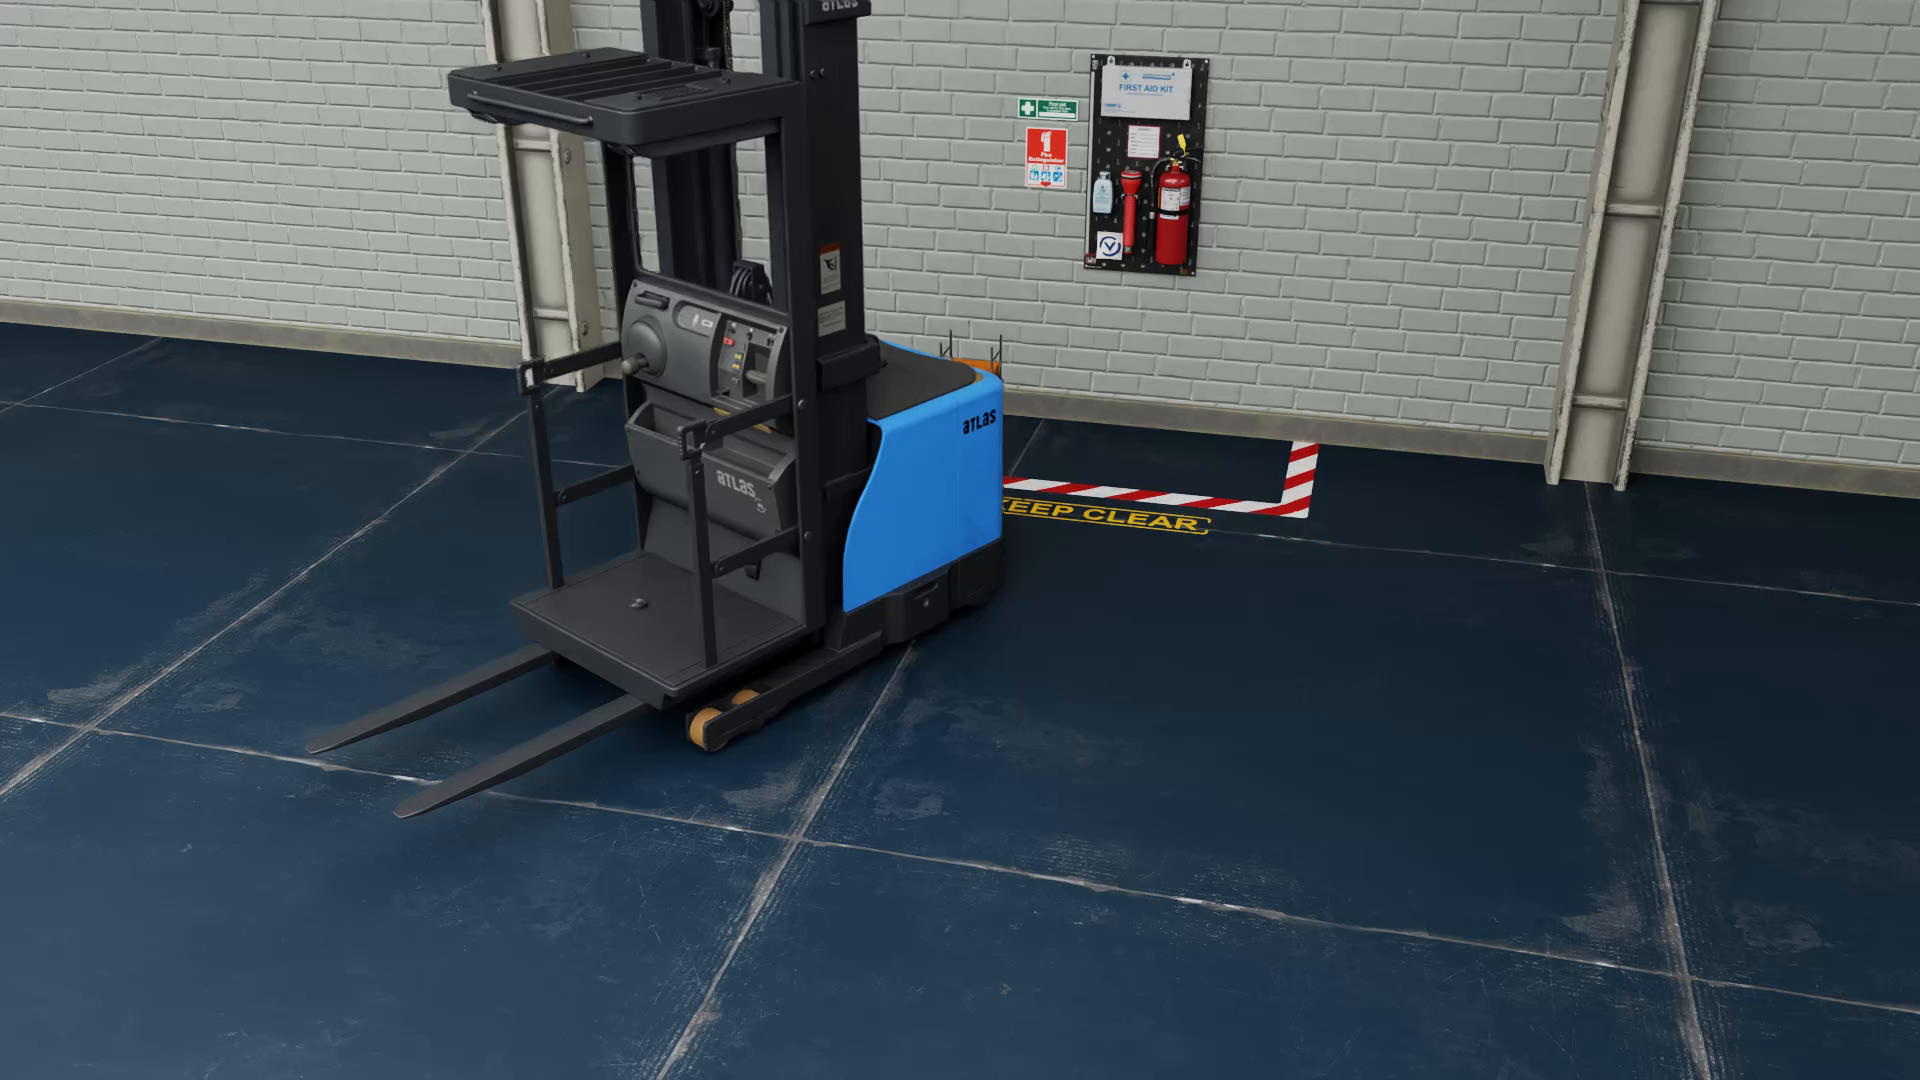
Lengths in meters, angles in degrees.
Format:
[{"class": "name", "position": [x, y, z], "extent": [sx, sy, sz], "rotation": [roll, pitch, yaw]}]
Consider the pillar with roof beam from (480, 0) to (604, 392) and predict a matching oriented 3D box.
[{"class": "pillar with roof beam", "position": [-3.516, -3.257, 4.623], "extent": [0.400, 9.000, 9.100], "rotation": [6, 26, 13]}]

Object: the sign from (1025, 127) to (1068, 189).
[{"class": "sign", "position": [0.473, -2.097, 9.124], "extent": [0.234, 0.329, 0.001], "rotation": [6, 26, 13]}]

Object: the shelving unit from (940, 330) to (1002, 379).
[{"class": "shelving unit", "position": [0.052, -0.468, 8.012], "extent": [0.252, 1.050, 0.215], "rotation": [6, 26, 13]}]

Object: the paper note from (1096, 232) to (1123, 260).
[{"class": "paper note", "position": [0.829, -1.629, 9.207], "extent": [0.142, 0.148, 0.016], "rotation": [6, 26, 13]}]

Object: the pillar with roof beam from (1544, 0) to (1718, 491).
[{"class": "pillar with roof beam", "position": [2.295, -2.615, 3.274], "extent": [0.400, 9.000, 9.100], "rotation": [6, 26, 13]}]

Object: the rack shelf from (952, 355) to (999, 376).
[{"class": "rack shelf", "position": [0.052, -0.715, 7.895], "extent": [0.240, 0.259, 0.215], "rotation": [6, 26, 13]}]

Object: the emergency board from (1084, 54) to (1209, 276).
[{"class": "emergency board", "position": [0.983, -1.979, 8.917], "extent": [0.643, 1.169, 0.194], "rotation": [6, 26, 13]}]

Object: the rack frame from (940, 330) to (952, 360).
[{"class": "rack frame", "position": [-0.066, -0.481, 8.040], "extent": [0.008, 1.050, 0.200], "rotation": [6, 26, 13]}]

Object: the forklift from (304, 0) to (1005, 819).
[{"class": "forklift", "position": [-1.155, -0.743, 6.401], "extent": [1.130, 2.935, 3.031], "rotation": [21, 33, 37]}]

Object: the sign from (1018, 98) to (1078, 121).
[{"class": "sign", "position": [0.475, -2.332, 9.001], "extent": [0.331, 0.109, 0.001], "rotation": [6, 26, 13]}]

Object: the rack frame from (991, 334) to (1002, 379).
[{"class": "rack frame", "position": [0.170, -0.455, 7.985], "extent": [0.008, 1.050, 0.200], "rotation": [6, 26, 13]}]
